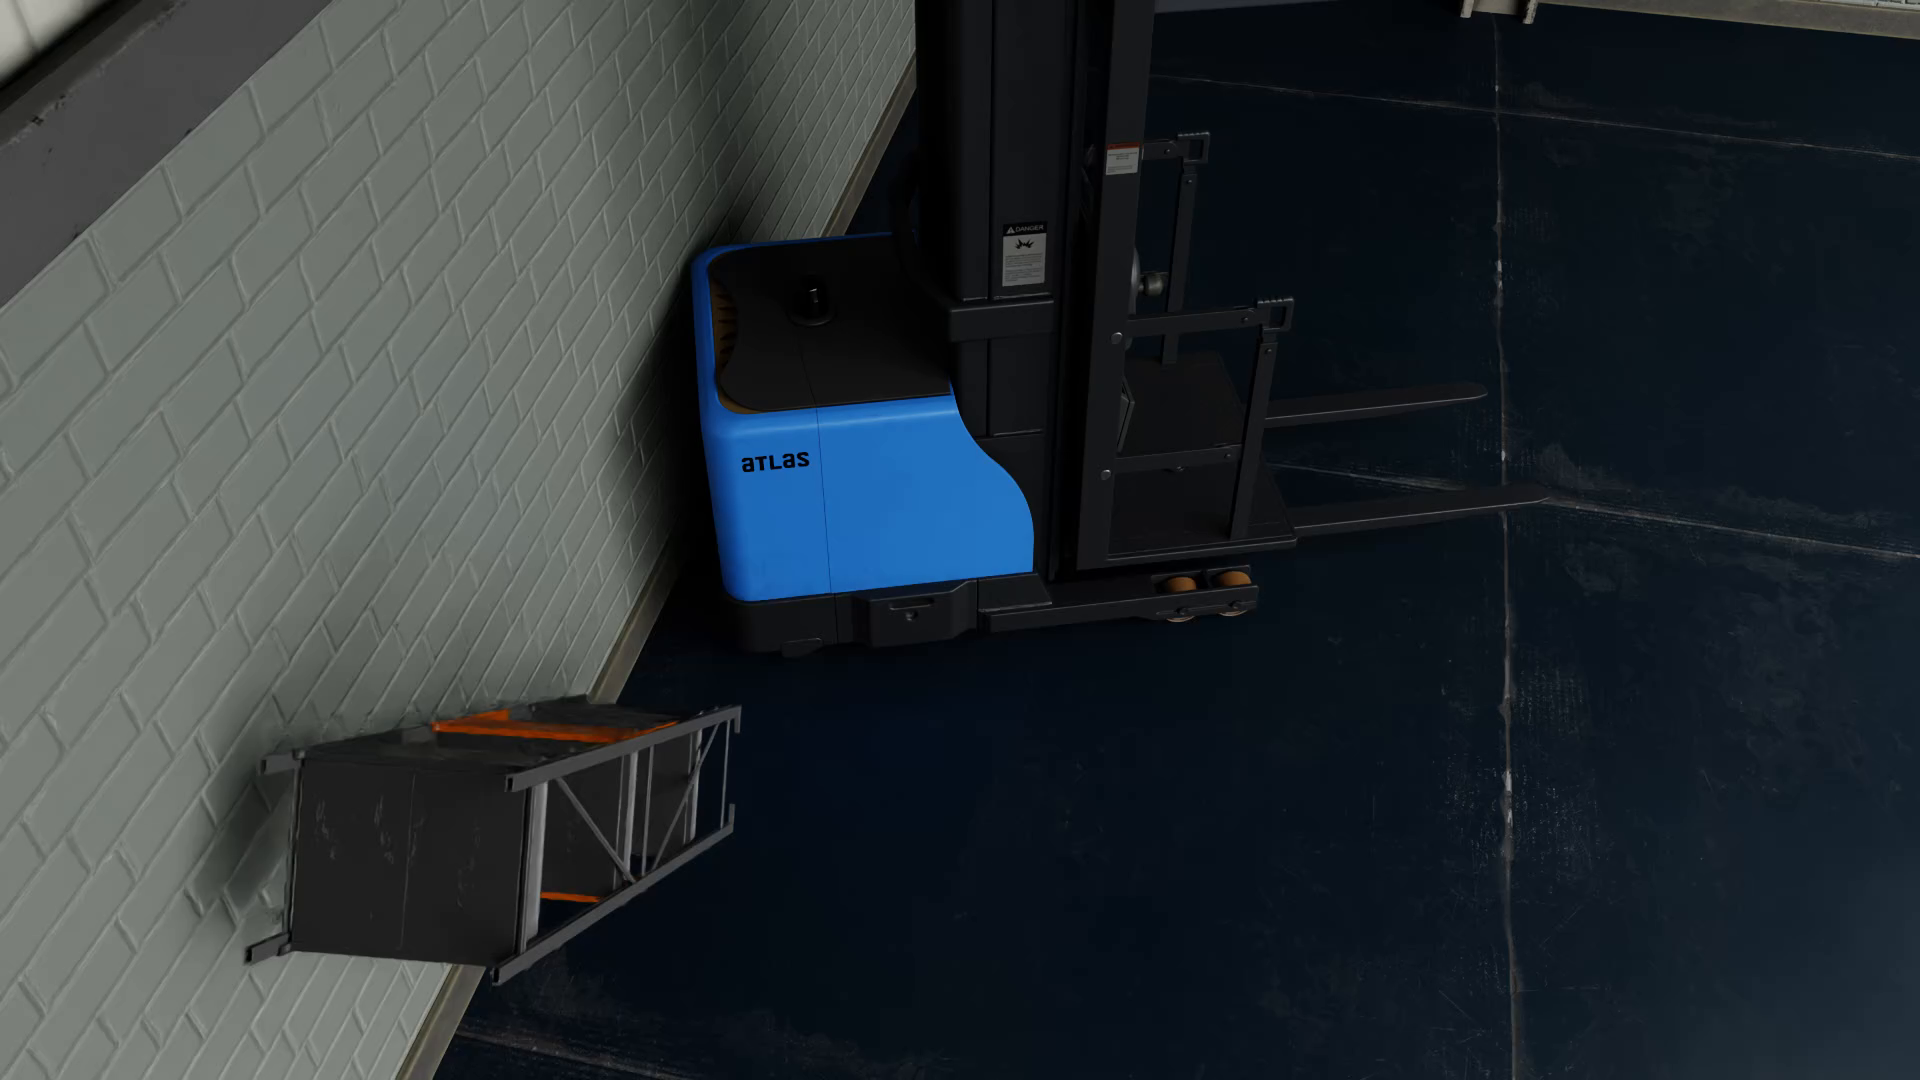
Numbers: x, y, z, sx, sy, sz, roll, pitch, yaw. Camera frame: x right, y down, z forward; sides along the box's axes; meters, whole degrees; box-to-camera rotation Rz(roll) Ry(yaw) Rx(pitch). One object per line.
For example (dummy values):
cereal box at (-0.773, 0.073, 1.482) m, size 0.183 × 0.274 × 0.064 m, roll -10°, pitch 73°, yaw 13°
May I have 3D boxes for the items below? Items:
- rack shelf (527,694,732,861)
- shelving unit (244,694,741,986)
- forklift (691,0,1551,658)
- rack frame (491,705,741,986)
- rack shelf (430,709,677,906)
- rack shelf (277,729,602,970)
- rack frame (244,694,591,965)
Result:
rack shelf at (-0.980, 0.695, 4.940) m, size 0.480 × 0.518 × 0.431 m, roll 3°, pitch 88°, yaw 4°
shelving unit at (-1.034, 0.669, 4.229) m, size 0.503 × 2.100 × 0.431 m, roll 3°, pitch 88°, yaw 4°
forklift at (0.619, -1.122, 5.302) m, size 3.031 × 2.935 × 1.130 m, roll -6°, pitch 44°, yaw -6°
rack frame at (-0.791, 0.684, 4.210) m, size 0.015 × 2.100 × 0.400 m, roll 3°, pitch 88°, yaw 4°
rack shelf at (-1.033, 0.670, 4.243) m, size 0.480 × 0.518 × 0.431 m, roll 3°, pitch 88°, yaw 4°
rack shelf at (-1.086, 0.645, 3.545) m, size 0.480 × 0.518 × 0.431 m, roll 3°, pitch 88°, yaw 4°
rack frame at (-1.277, 0.655, 4.248) m, size 0.015 × 2.100 × 0.400 m, roll 3°, pitch 88°, yaw 4°
